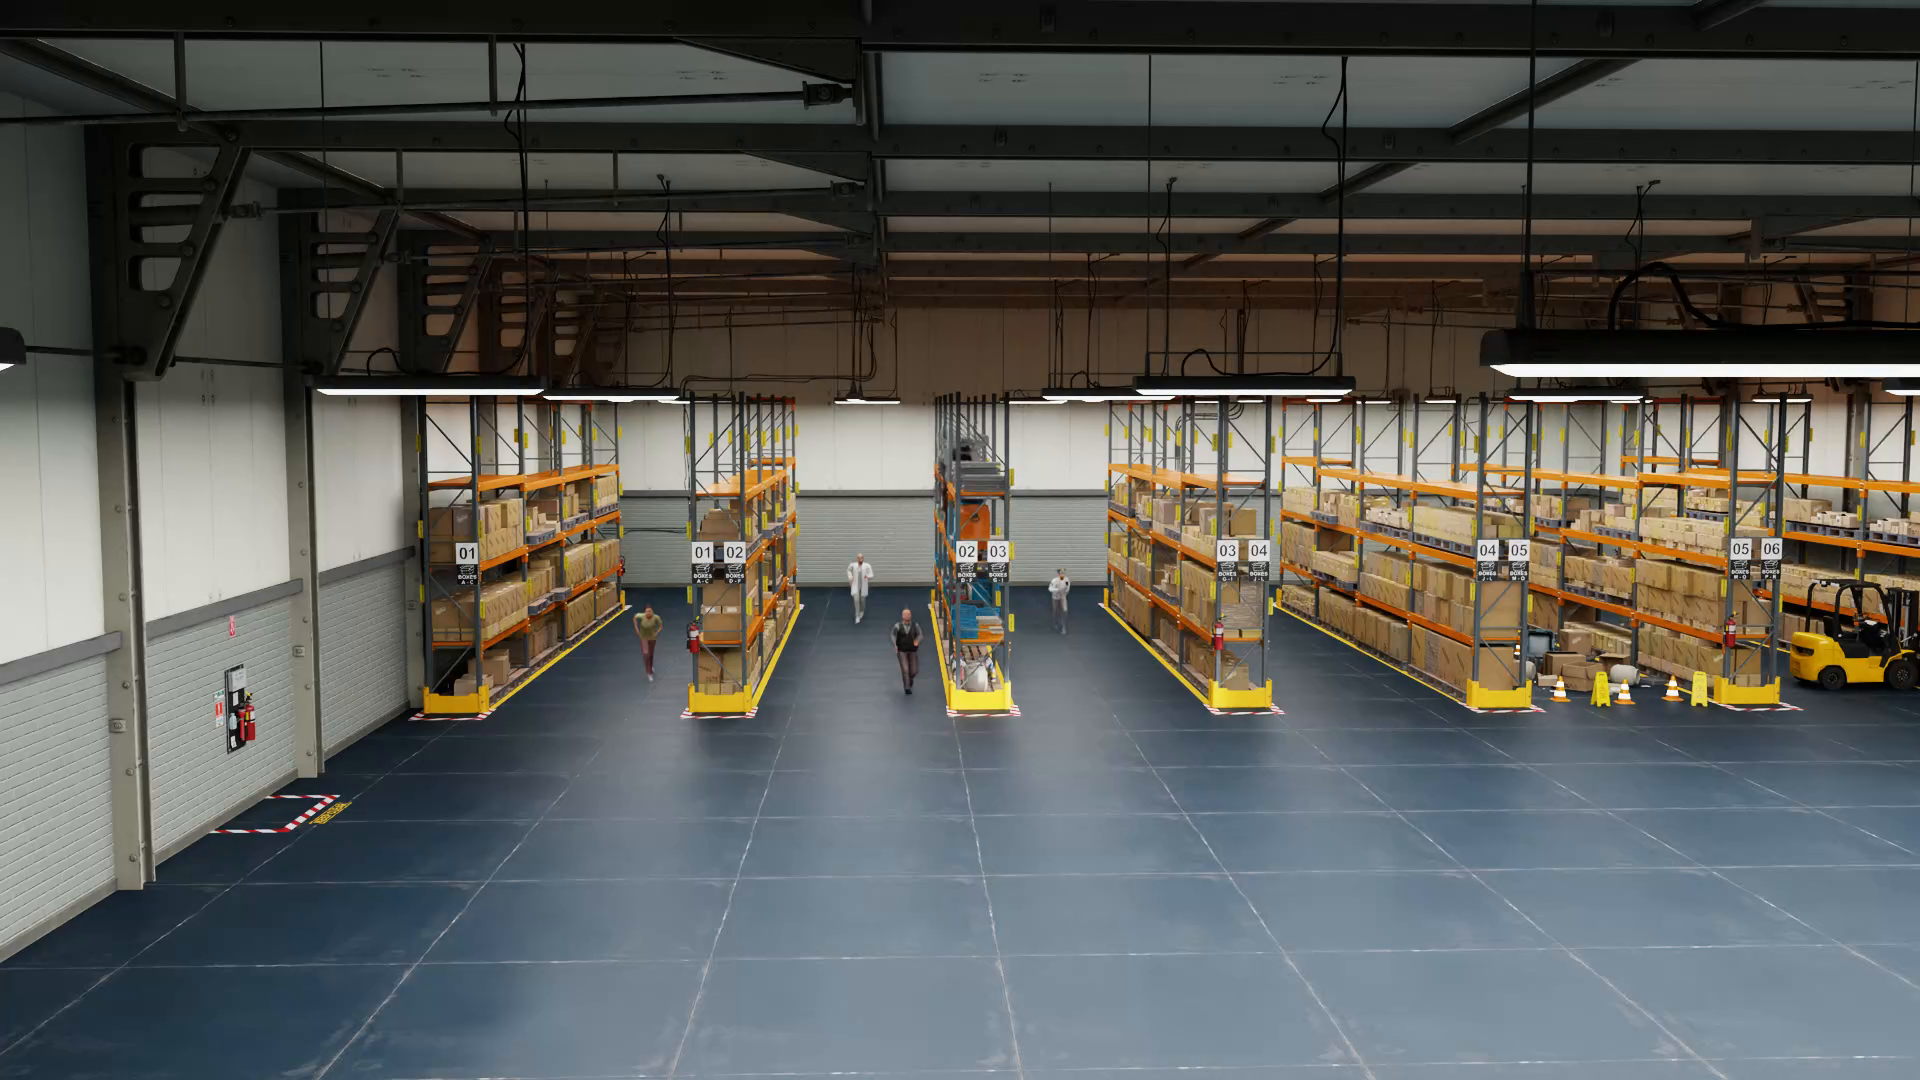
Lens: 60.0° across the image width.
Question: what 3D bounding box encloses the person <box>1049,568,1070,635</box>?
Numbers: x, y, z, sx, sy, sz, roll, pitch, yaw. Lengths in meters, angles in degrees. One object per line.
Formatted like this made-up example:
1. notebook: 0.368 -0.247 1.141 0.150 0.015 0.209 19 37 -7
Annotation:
1. person: 2.508 1.528 42.171 0.609 1.694 0.921 -1 5 -9

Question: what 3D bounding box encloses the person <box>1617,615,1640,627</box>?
1. person: 17.228 1.486 42.730 0.532 1.622 0.817 -1 5 -11

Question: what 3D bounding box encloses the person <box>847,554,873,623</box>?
1. person: -2.667 1.265 44.411 0.704 1.802 1.046 0 5 -4

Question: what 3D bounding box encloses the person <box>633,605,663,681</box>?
1. person: -6.584 2.132 35.155 0.615 1.626 1.003 -1 5 -9

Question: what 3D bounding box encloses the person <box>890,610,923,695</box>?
1. person: -1.062 2.223 33.175 0.658 1.687 0.716 -1 5 -8
